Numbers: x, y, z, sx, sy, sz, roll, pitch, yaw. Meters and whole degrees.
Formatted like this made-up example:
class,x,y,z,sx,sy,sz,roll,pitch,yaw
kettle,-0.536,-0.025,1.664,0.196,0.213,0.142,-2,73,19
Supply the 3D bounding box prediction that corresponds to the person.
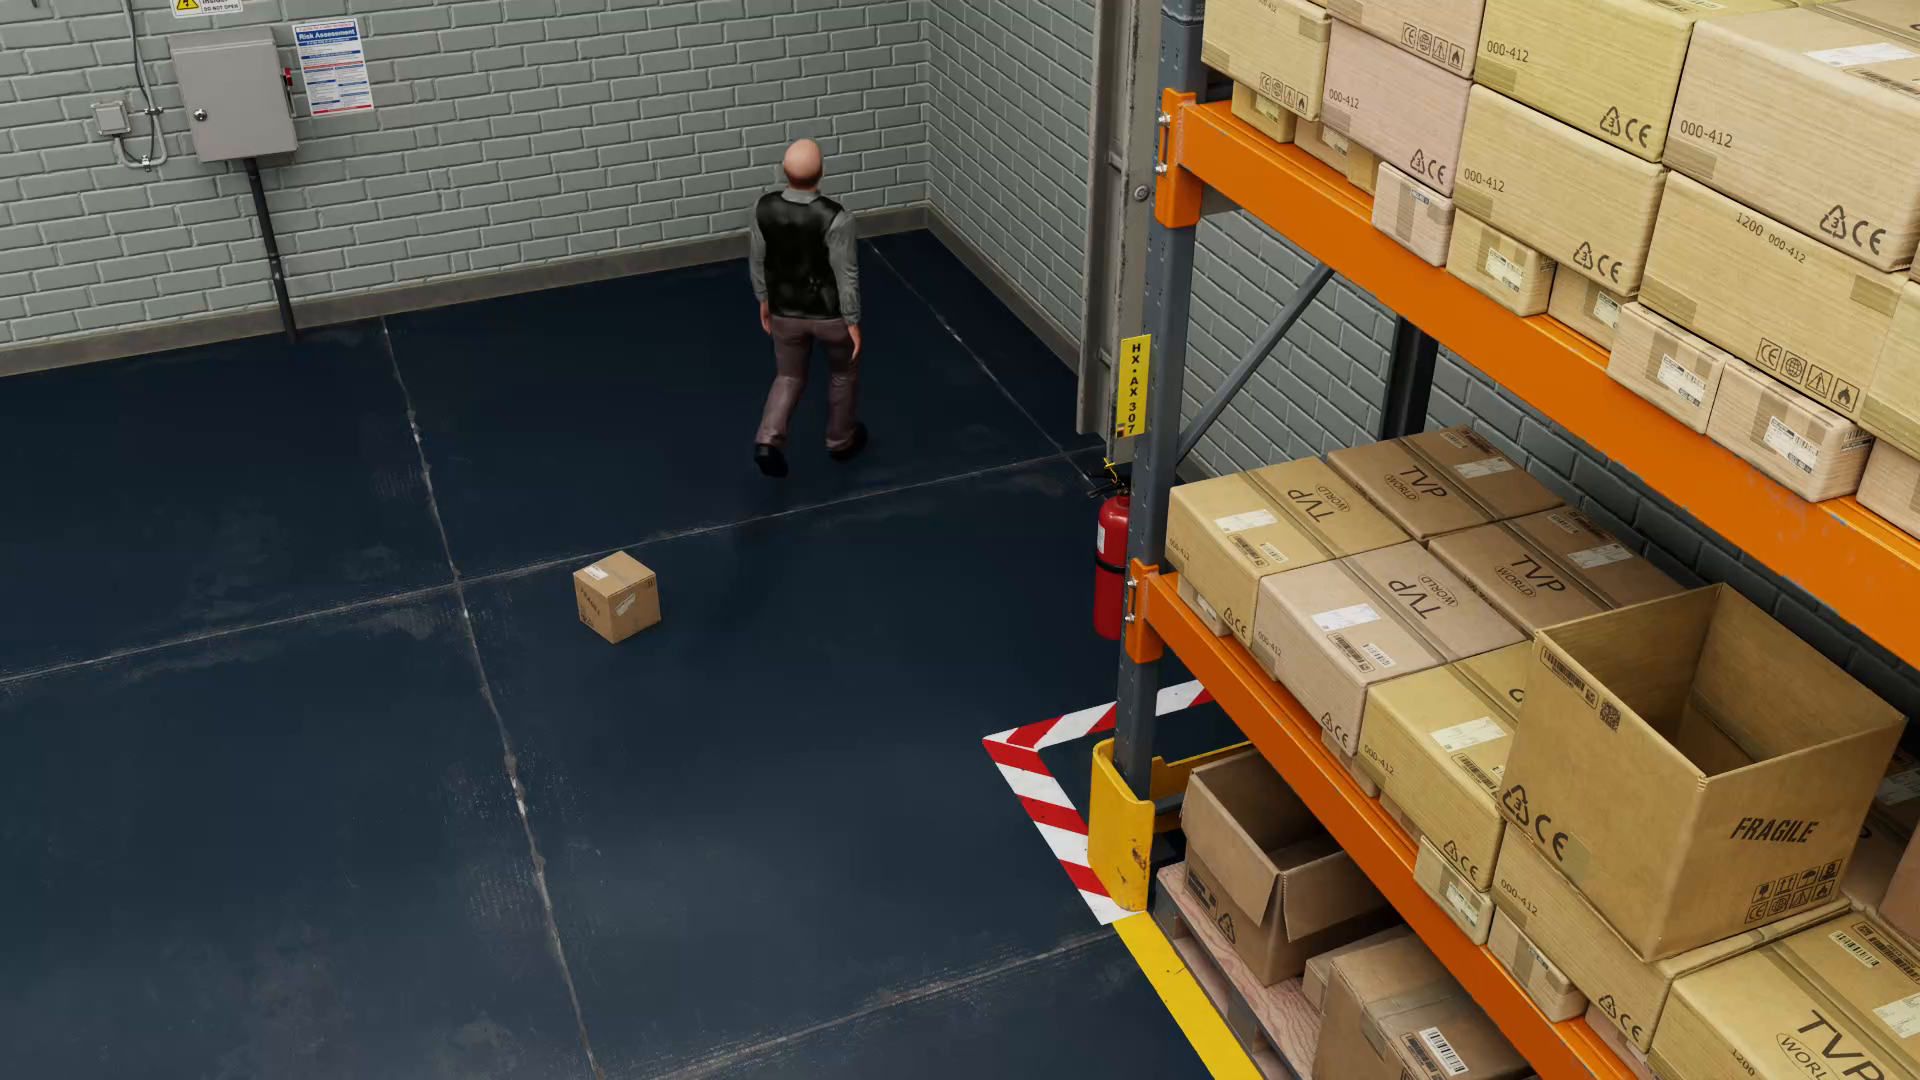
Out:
class,x,y,z,sx,sy,sz,roll,pitch,yaw
person,-0.713,-1.057,7.766,0.549,1.690,0.808,9,34,13
